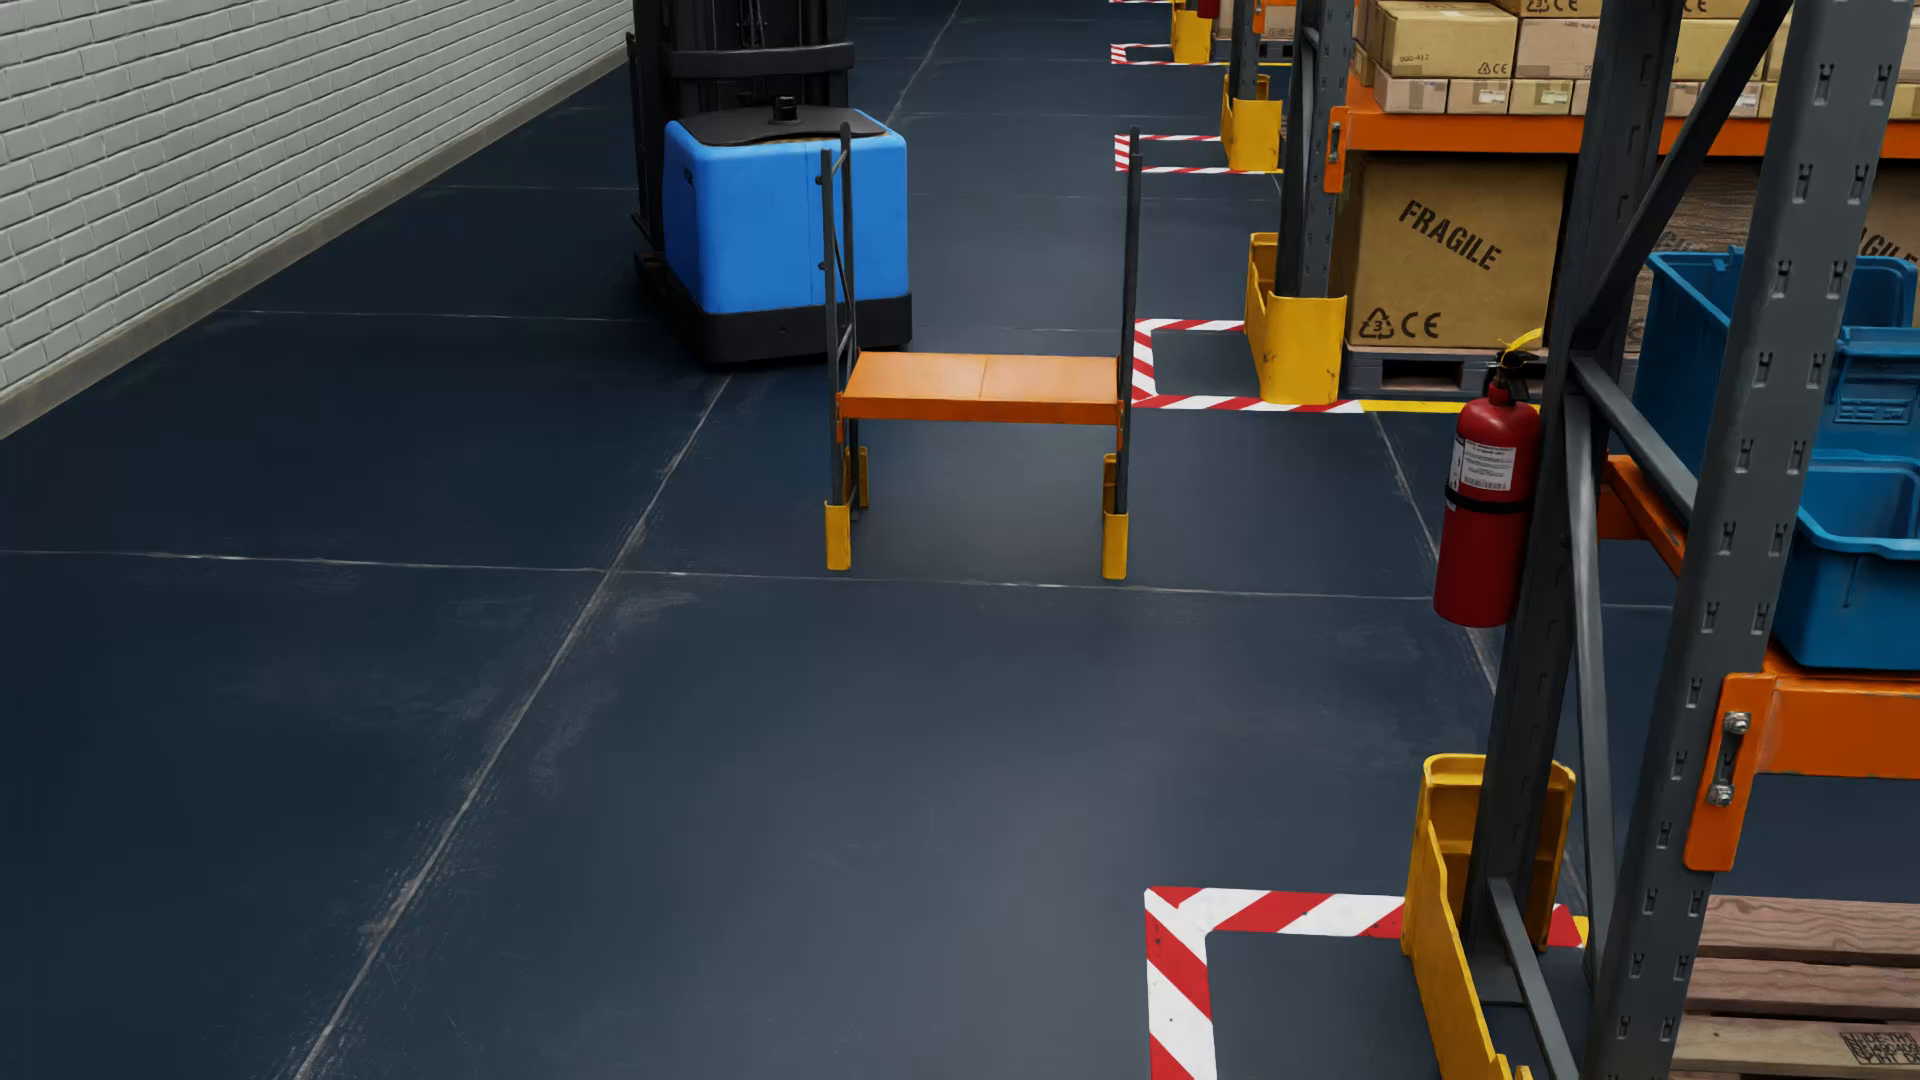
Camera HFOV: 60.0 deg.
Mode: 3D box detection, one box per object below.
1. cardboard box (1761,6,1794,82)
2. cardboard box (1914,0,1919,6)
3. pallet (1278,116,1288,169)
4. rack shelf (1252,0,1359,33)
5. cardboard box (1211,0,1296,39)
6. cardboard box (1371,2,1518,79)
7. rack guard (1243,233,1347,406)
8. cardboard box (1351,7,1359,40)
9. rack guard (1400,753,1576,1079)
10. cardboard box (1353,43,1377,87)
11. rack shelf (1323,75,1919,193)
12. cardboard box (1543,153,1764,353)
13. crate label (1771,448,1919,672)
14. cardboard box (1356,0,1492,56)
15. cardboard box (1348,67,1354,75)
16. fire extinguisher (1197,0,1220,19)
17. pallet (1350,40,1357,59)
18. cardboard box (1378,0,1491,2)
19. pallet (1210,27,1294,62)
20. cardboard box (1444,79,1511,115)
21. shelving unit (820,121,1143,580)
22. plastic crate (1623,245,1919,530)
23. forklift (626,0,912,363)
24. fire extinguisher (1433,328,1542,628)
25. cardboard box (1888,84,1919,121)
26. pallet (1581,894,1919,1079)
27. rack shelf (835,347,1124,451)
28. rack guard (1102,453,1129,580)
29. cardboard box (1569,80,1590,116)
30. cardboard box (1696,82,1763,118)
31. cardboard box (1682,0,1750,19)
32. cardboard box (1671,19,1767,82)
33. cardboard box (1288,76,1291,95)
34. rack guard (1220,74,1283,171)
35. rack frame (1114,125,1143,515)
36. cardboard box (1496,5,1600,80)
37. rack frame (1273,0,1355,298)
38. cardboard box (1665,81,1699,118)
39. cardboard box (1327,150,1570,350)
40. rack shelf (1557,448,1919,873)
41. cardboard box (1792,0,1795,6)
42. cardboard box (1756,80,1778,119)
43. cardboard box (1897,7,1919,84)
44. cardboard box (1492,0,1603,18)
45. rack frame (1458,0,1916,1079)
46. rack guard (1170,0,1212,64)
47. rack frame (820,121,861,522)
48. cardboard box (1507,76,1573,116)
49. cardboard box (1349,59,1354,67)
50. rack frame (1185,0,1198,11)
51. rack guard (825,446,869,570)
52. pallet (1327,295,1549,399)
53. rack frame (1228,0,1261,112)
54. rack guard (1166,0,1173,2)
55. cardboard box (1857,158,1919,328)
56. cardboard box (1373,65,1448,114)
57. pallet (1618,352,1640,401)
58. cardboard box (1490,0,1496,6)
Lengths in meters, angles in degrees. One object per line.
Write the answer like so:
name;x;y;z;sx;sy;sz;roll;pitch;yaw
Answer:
cardboard box;3.621;-2.116;7.083;0.500;0.250;0.500;1;25;3
cardboard box;4.143;-2.658;7.364;0.500;0.500;0.500;1;25;2
pallet;2.986;-2.977;12.467;1.213;0.211;1.003;2;25;4
rack shelf;4.097;-3.896;11.989;4.000;0.370;1.077;2;25;4
cardboard box;3.047;-5.400;16.961;0.875;0.438;0.875;1;25;2
cardboard box;2.080;-2.162;7.183;0.500;0.250;0.500;1;25;3
rack guard;1.599;-1.088;8.016;0.348;0.500;1.175;2;25;4
cardboard box;3.960;-5.375;16.905;0.875;0.438;0.875;2;25;5
rack guard;1.218;0.982;3.518;0.348;0.500;1.175;2;25;4
cardboard box;2.003;-2.234;7.818;0.250;0.149;0.380;2;25;5
rack shelf;3.617;-1.832;7.503;4.000;0.370;1.077;2;25;4
cardboard box;3.174;-1.432;7.813;0.875;0.875;0.875;2;25;4
crate label;1.464;0.036;2.713;0.303;0.233;0.416;2;25;4
cardboard box;2.126;-2.385;7.668;0.500;0.250;0.500;1;25;3
cardboard box;2.883;-3.336;12.107;0.250;0.149;0.380;2;25;5
fire extinguisher;1.887;-4.283;12.507;0.183;0.674;0.296;2;25;4
pallet;4.398;-5.053;16.979;1.213;0.211;1.003;2;25;4
cardboard box;2.128;-2.724;7.509;0.500;0.500;0.500;2;25;5
pallet;3.184;-5.093;17.066;1.213;0.211;1.003;2;25;4
cardboard box;2.207;-1.952;7.204;0.250;0.149;0.380;1;25;3
shelving unit;0.076;-0.679;5.931;1.083;1.500;0.587;2;25;4
plastic crate;1.592;-0.269;3.132;0.499;0.435;0.616;2;25;4
forklift;-1.205;-2.763;8.748;1.130;2.935;3.031;-8;26;-18
fire extinguisher;1.128;-0.148;3.522;0.183;0.674;0.296;2;25;4
cardboard box;4.000;-1.895;7.080;0.250;0.149;0.380;1;25;3
pallet;2.063;1.151;3.496;1.213;0.211;1.003;2;25;4
rack shelf;0.085;-0.515;6.006;1.000;0.185;0.538;2;25;4
rack guard;0.573;-0.095;6.158;0.087;0.250;0.587;2;25;4
cardboard box;2.723;-1.936;7.170;0.250;0.149;0.380;1;25;3
cardboard box;3.233;-1.920;7.134;0.250;0.149;0.380;2;25;3
cardboard box;3.096;-2.472;6.961;0.500;0.500;0.500;1;25;3
cardboard box;3.100;-2.130;7.115;0.500;0.250;0.500;1;25;2
cardboard box;2.651;-3.420;12.645;0.250;0.149;0.380;1;25;3
rack guard;2.179;-3.149;12.495;0.348;0.500;1.175;2;25;4
rack frame;0.592;-0.662;5.895;0.032;1.500;0.500;2;25;4
cardboard box;2.599;-2.148;7.153;0.500;0.250;0.500;2;25;3
rack frame;1.623;-2.223;7.492;0.127;3.000;1.000;2;25;4
cardboard box;2.976;-1.928;7.151;0.250;0.149;0.380;1;25;3
cardboard box;2.267;-1.461;7.876;0.875;0.875;0.875;2;25;4
rack shelf;3.237;0.232;3.017;4.000;0.370;1.077;2;25;4
cardboard box;3.659;-2.337;7.564;0.500;0.250;0.500;2;25;4
cardboard box;3.485;-1.911;7.115;0.250;0.149;0.380;1;25;3
cardboard box;4.125;-2.098;7.045;0.500;0.250;0.500;2;25;5
cardboard box;2.579;-2.486;6.992;0.500;0.500;0.500;1;25;3
rack frame;1.243;-0.158;3.006;0.127;3.000;1.000;2;25;4
rack guard;2.357;-5.218;16.992;0.348;0.500;1.175;2;25;4
rack frame;-0.422;-0.695;5.966;0.032;1.500;0.500;2;25;4
cardboard box;2.462;-1.944;7.187;0.250;0.149;0.380;1;25;3
cardboard box;2.896;-3.509;12.485;0.250;0.149;0.380;2;25;5
rack frame;2.381;-6.353;16.468;0.127;3.000;1.000;2;25;4
rack guard;-0.421;-0.127;6.227;0.087;0.250;0.587;2;25;4
pallet;2.426;-0.963;8.090;1.213;0.211;1.003;2;25;4
rack frame;2.103;-4.287;11.978;0.127;3.000;1.000;2;25;4
rack guard;2.833;-7.284;21.482;0.348;0.500;1.175;2;25;4
cardboard box;4.061;-1.404;7.751;0.875;0.875;0.875;2;25;4
cardboard box;1.951;-1.960;7.221;0.250;0.149;0.380;2;25;5
pallet;3.639;-0.923;8.003;1.213;0.211;1.003;2;25;4
cardboard box;2.632;-2.368;7.632;0.500;0.250;0.500;1;25;3
